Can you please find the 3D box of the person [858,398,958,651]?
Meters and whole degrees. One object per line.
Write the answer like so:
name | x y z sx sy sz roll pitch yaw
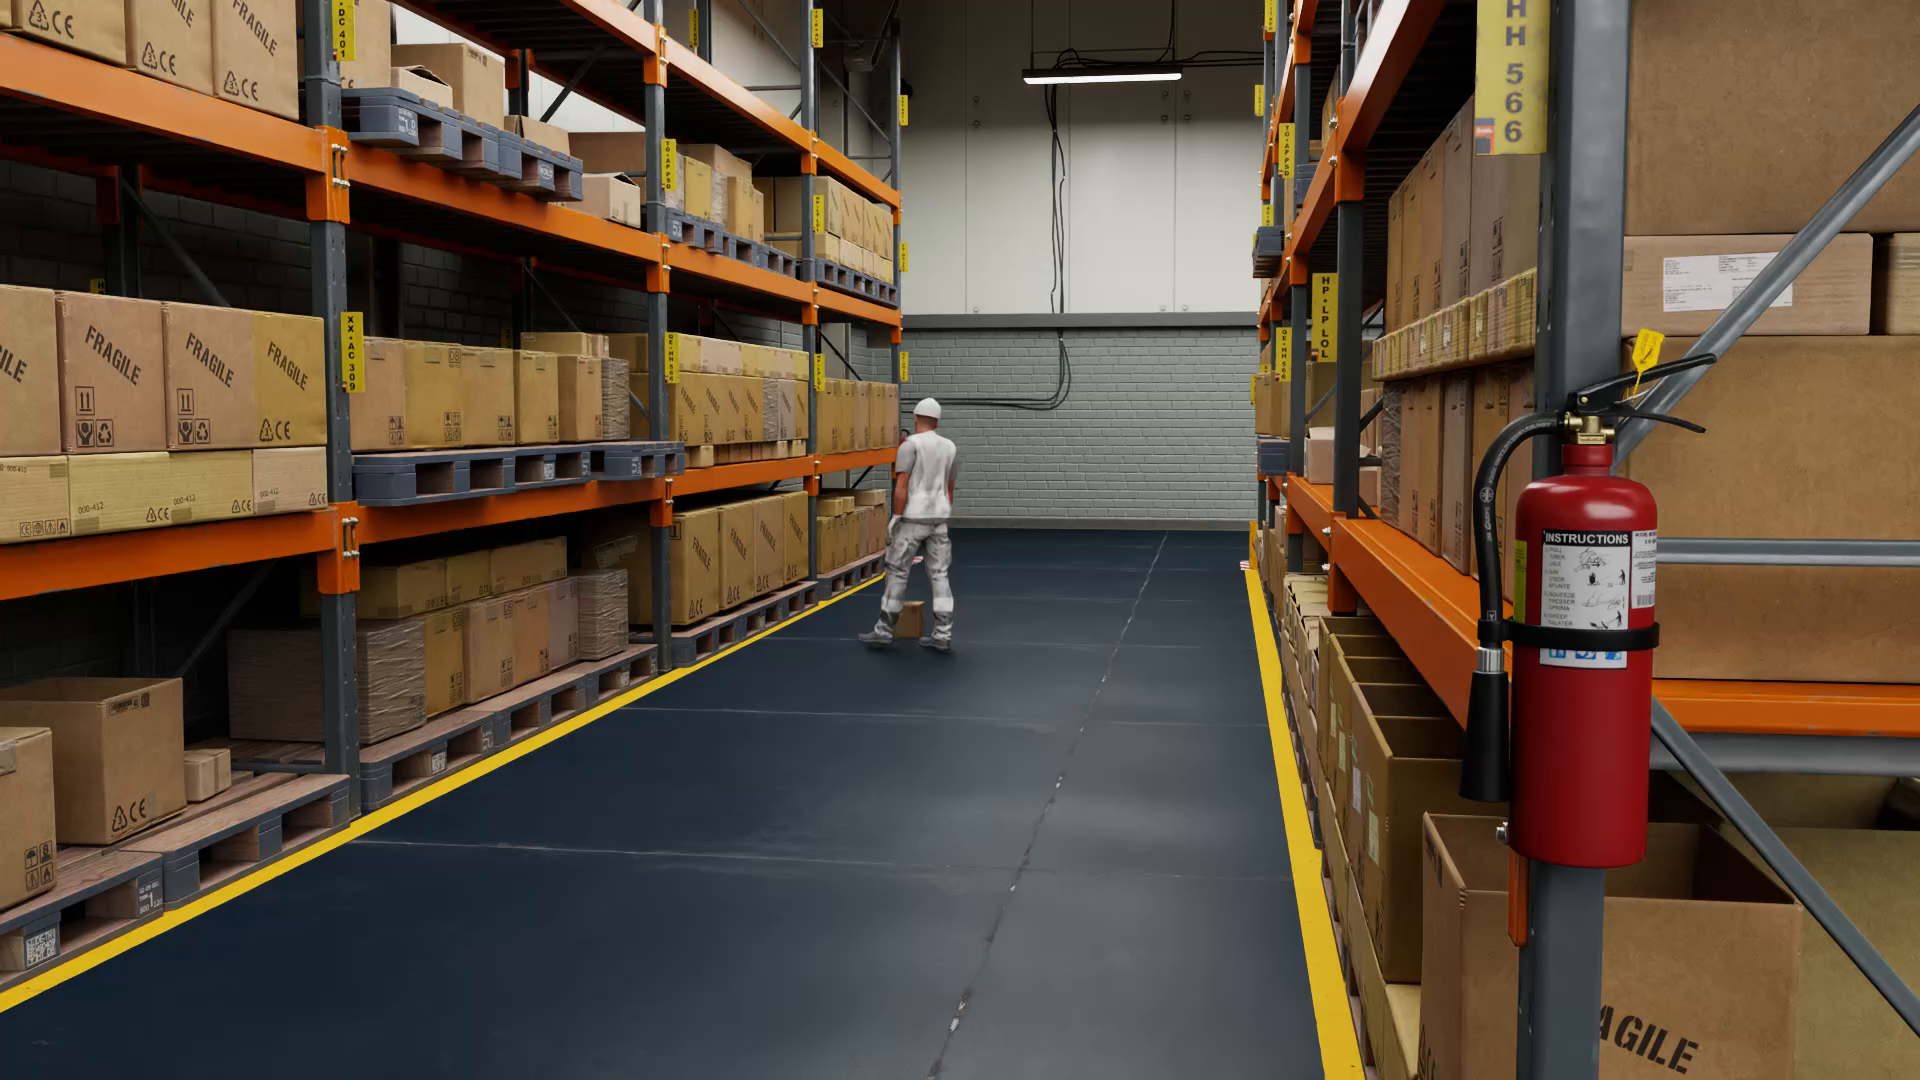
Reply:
person | -0.326 -0.124 11.844 0.599 1.773 0.677 -3 6 -37
